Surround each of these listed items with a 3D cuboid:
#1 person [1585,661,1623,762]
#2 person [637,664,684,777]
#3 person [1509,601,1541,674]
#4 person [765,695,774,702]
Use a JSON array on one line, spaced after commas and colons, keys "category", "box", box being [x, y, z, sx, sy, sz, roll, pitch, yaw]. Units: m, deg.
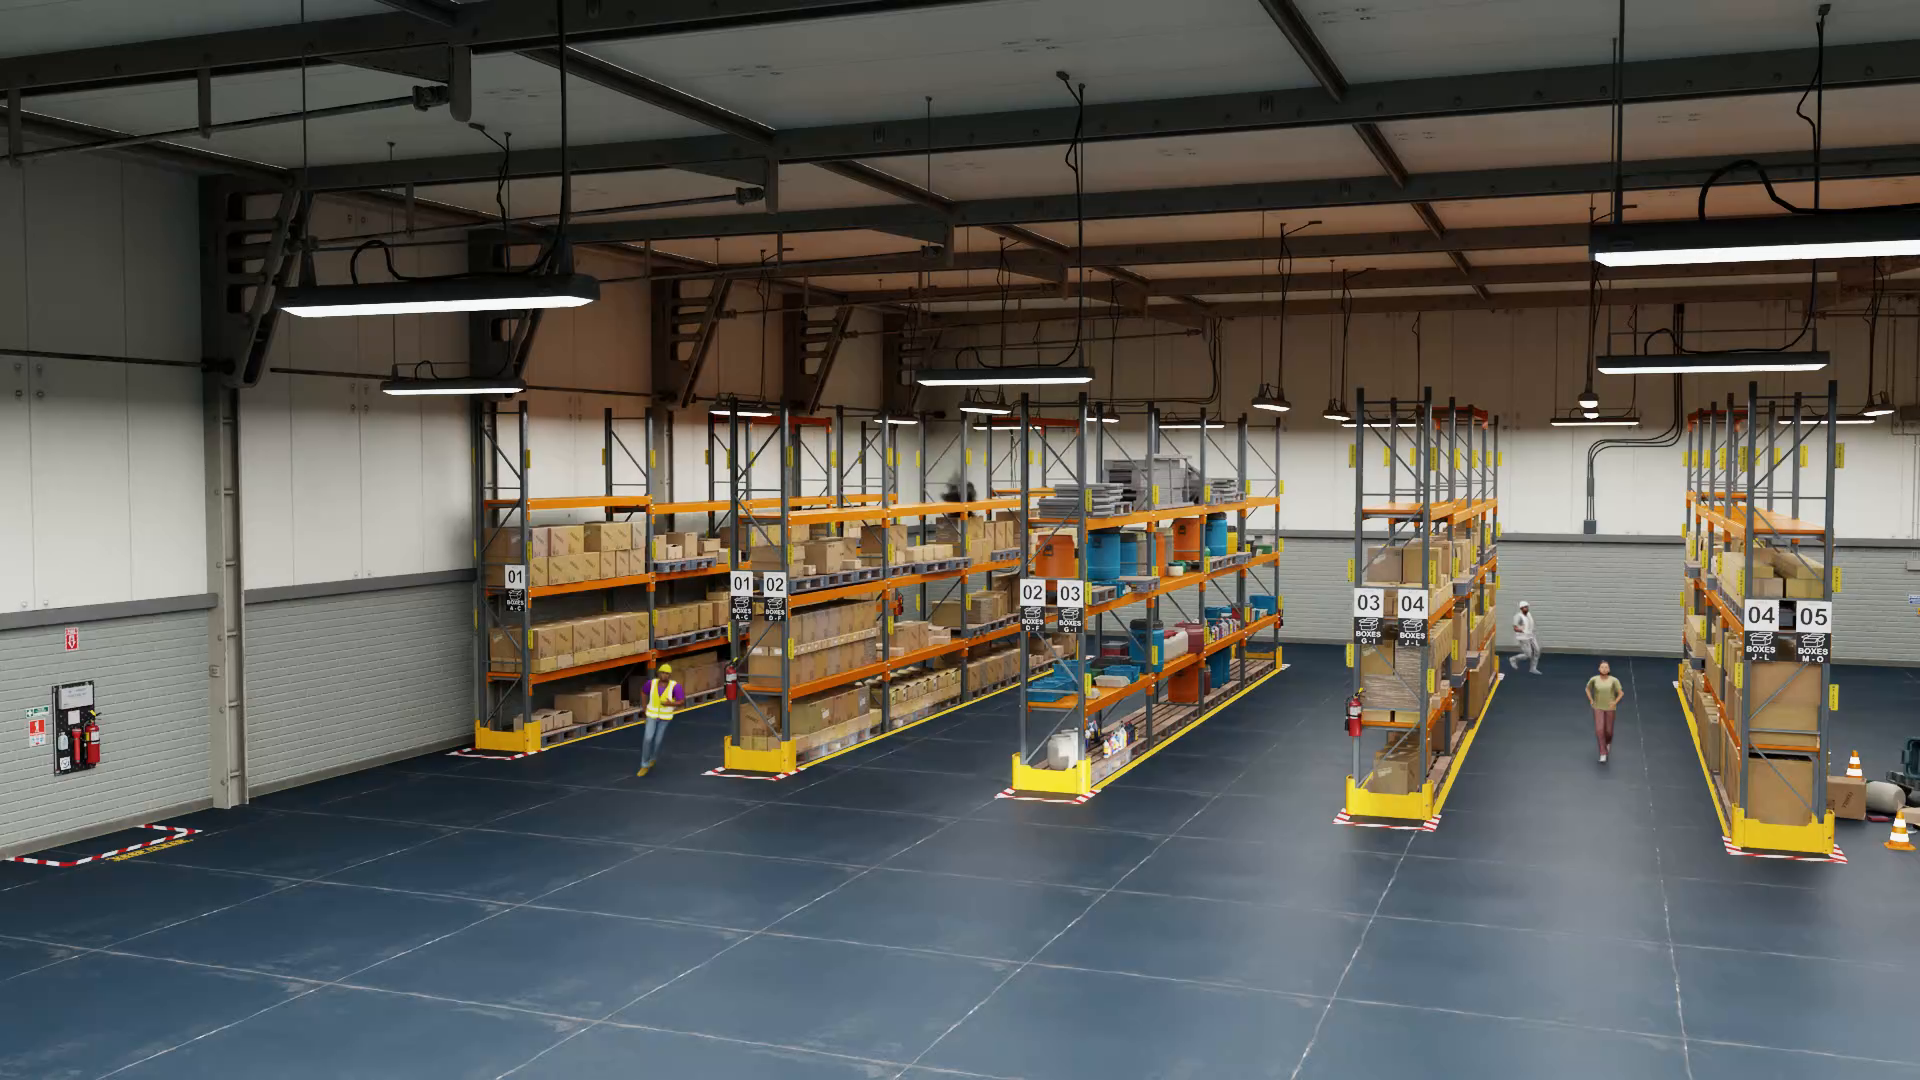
[{"category": "person", "box": [10.737, 2.828, 27.728, 0.593, 1.651, 0.790, 1, 3, 21]}, {"category": "person", "box": [-4.788, 2.857, 26.579, 0.758, 1.784, 0.783, -1, 3, -10]}, {"category": "person", "box": [13.157, 2.275, 38.808, 0.706, 1.713, 0.681, -3, 4, -42]}, {"category": "person", "box": [-3.339, 2.643, 30.571, 0.657, 1.759, 0.785, 1, 3, 13]}]
